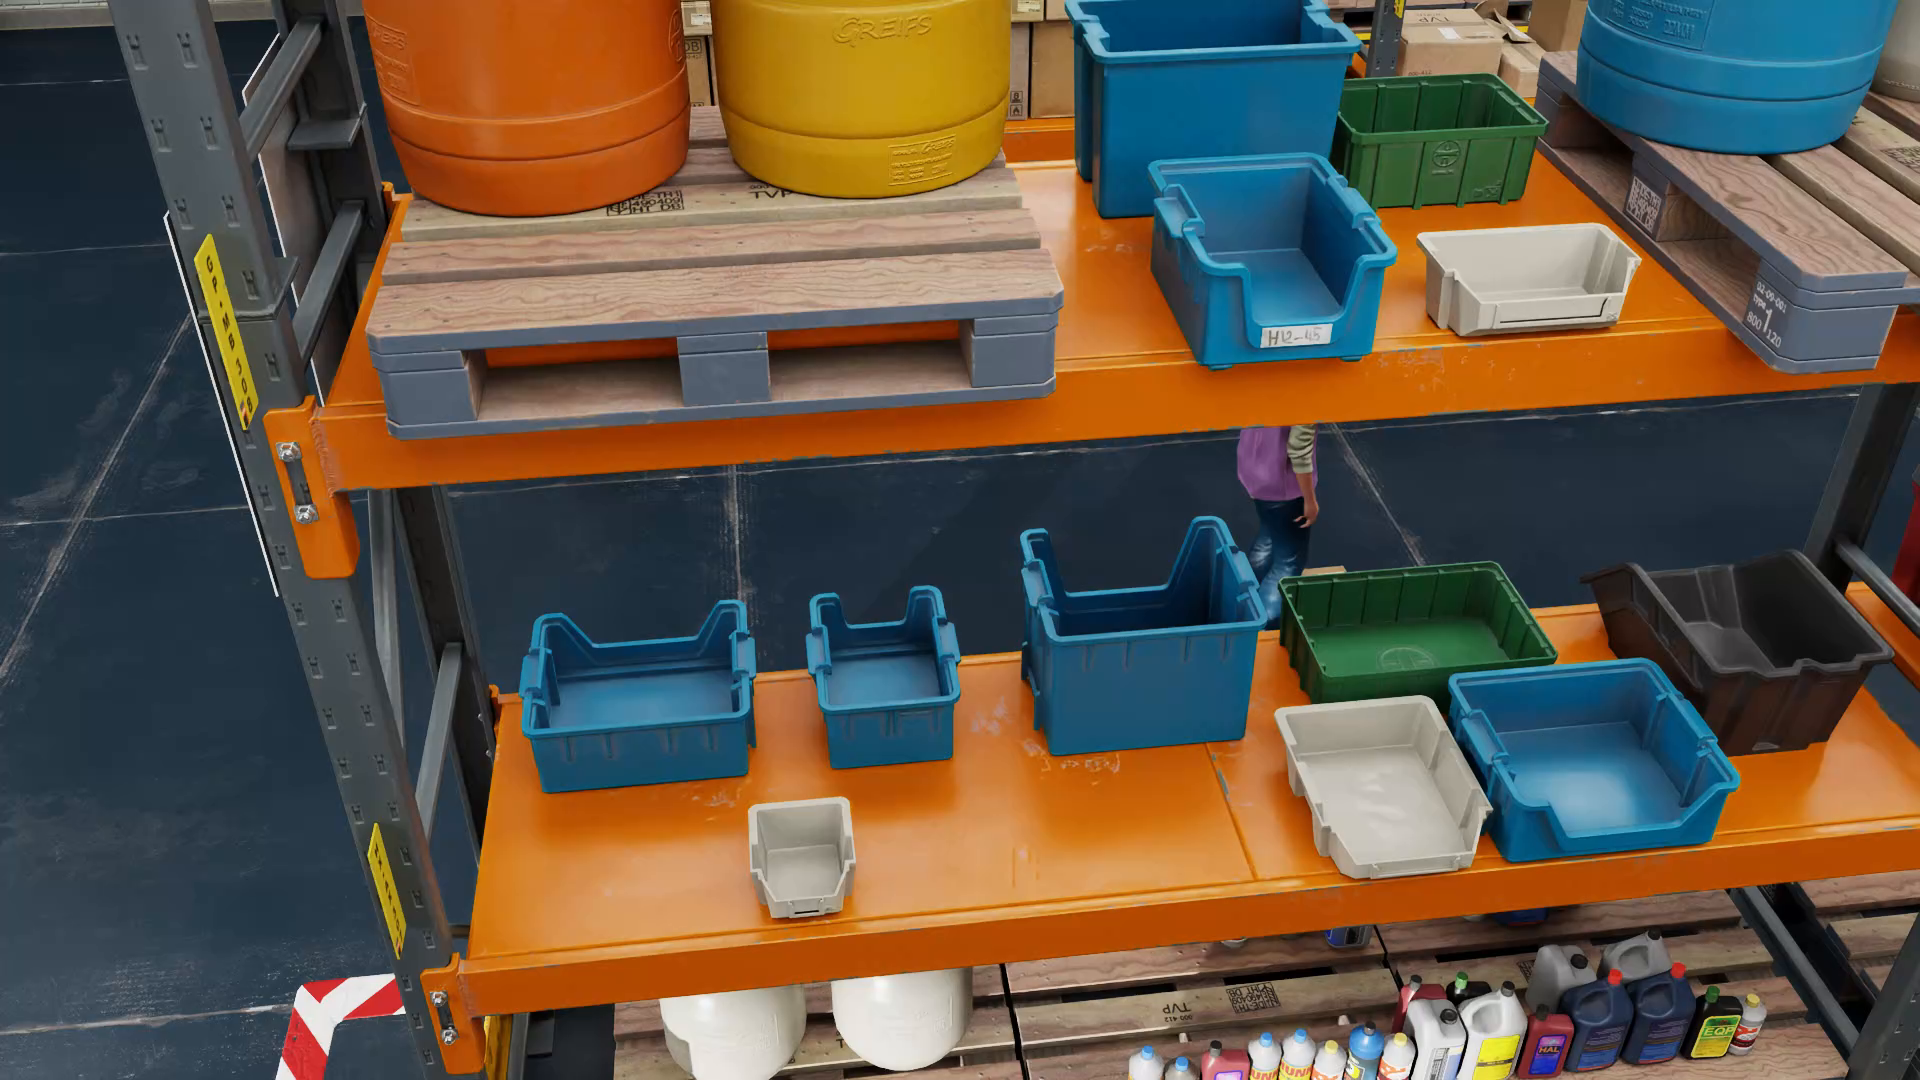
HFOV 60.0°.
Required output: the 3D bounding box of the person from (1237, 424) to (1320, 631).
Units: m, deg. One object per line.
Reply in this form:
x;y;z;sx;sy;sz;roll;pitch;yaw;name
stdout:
1.265;-0.236;6.489;0.347;1.592;0.482;-7;36;-9;person
